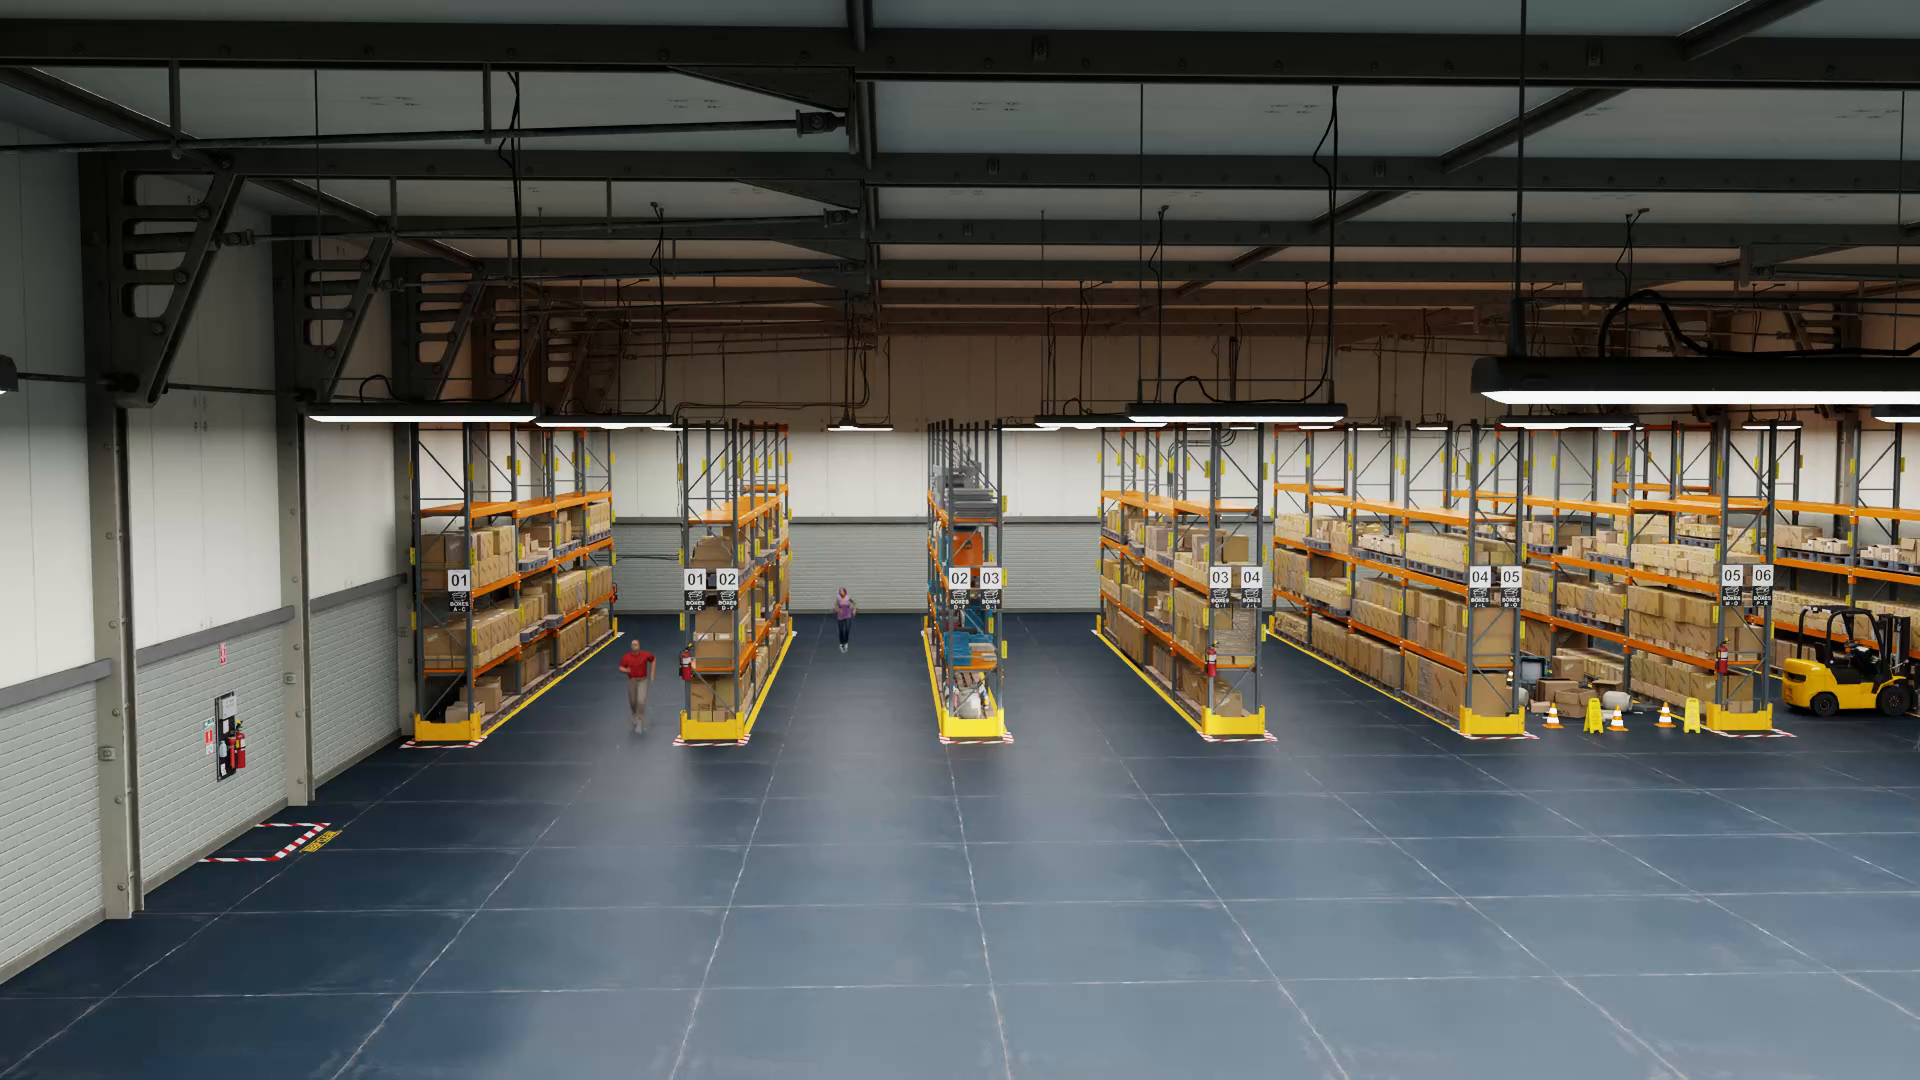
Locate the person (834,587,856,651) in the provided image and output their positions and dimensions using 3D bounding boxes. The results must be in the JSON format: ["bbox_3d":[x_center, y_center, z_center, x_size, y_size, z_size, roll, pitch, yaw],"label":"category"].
[{"bbox_3d":[-2.874,1.980,41.561,0.551,1.603,0.772,0,4,-1],"label":"person"}]

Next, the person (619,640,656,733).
[{"bbox_3d":[-6.246,2.804,32.248,0.671,1.762,0.964,0,4,1],"label":"person"}]
